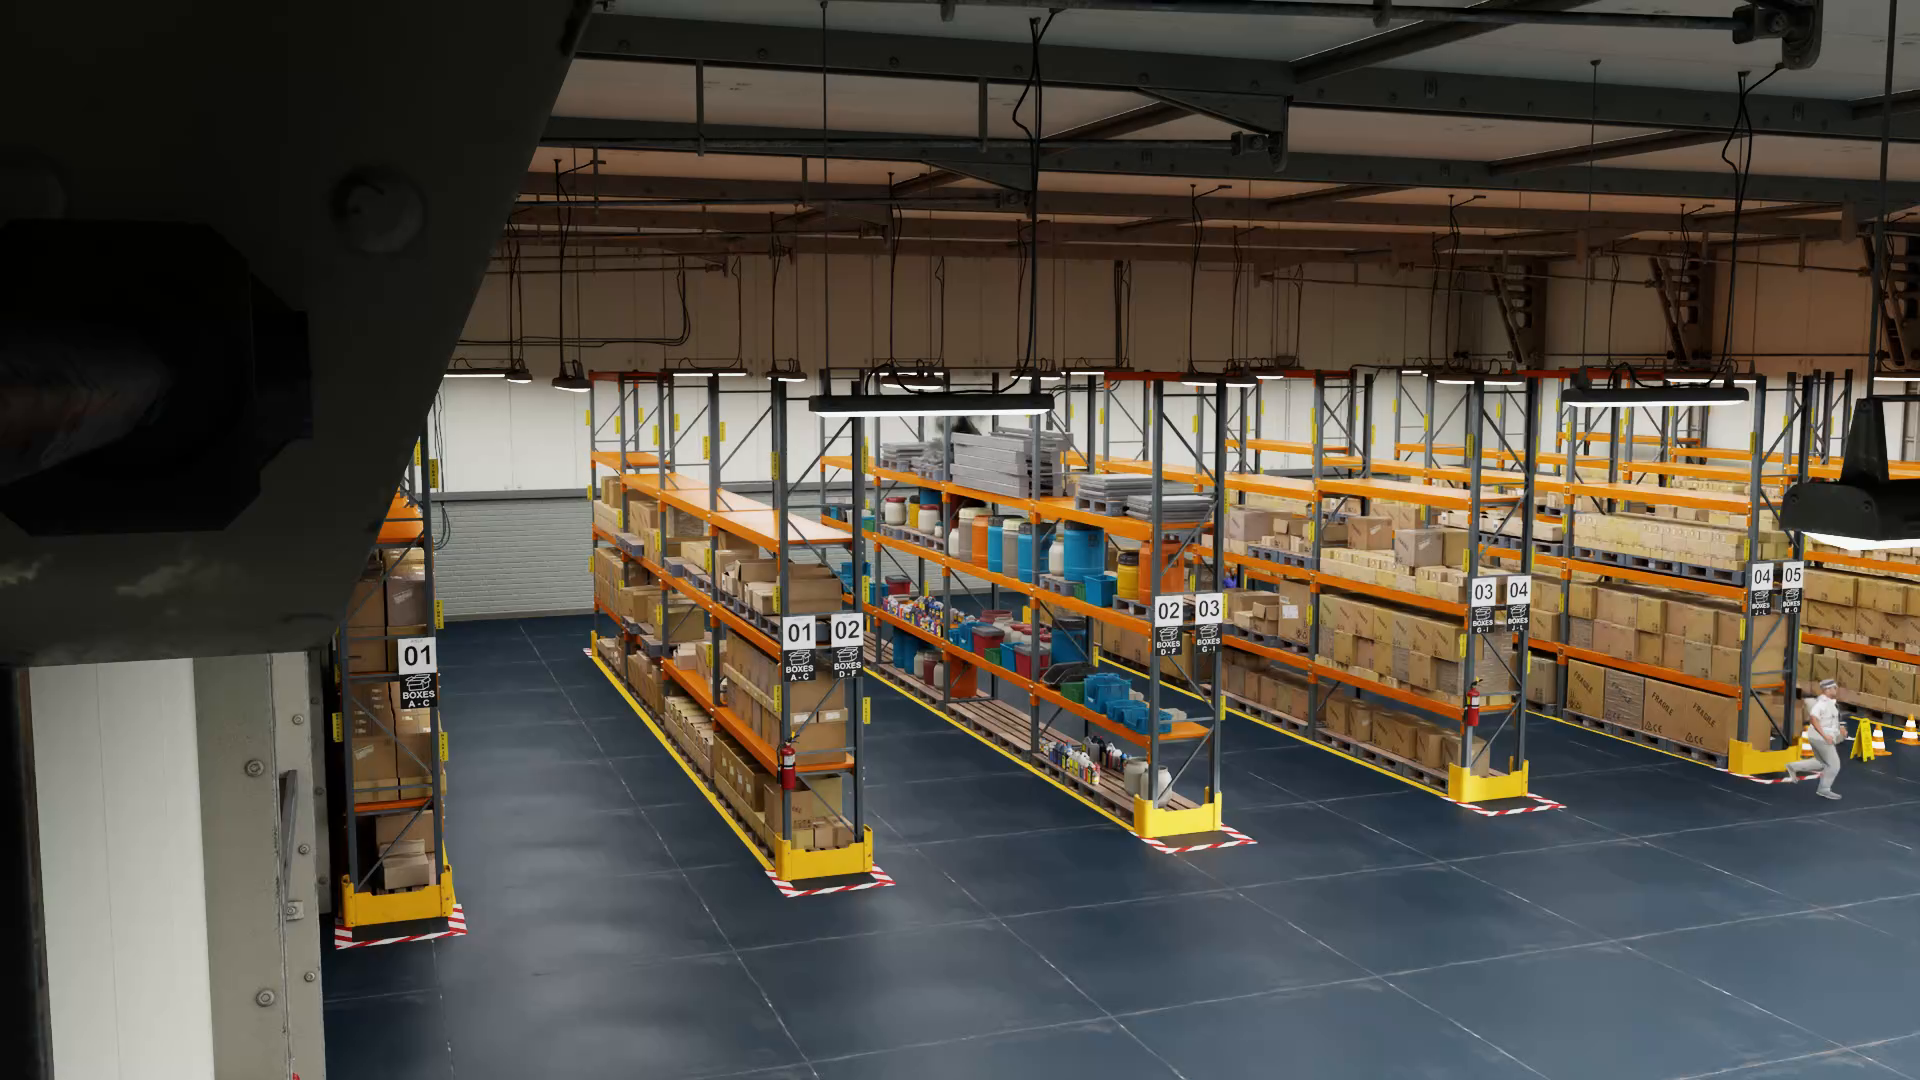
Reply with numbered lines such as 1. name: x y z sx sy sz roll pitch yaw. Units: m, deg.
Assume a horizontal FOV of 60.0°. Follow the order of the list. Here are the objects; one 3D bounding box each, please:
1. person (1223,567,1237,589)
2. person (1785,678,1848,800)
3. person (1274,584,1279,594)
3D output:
1. person: 6.045 1.401 37.023 0.613 1.600 0.717 -2 7 -17
2. person: 12.296 2.820 23.854 0.757 1.744 0.647 4 7 29
3. person: 7.991 0.929 41.141 0.763 1.639 0.635 5 8 37
